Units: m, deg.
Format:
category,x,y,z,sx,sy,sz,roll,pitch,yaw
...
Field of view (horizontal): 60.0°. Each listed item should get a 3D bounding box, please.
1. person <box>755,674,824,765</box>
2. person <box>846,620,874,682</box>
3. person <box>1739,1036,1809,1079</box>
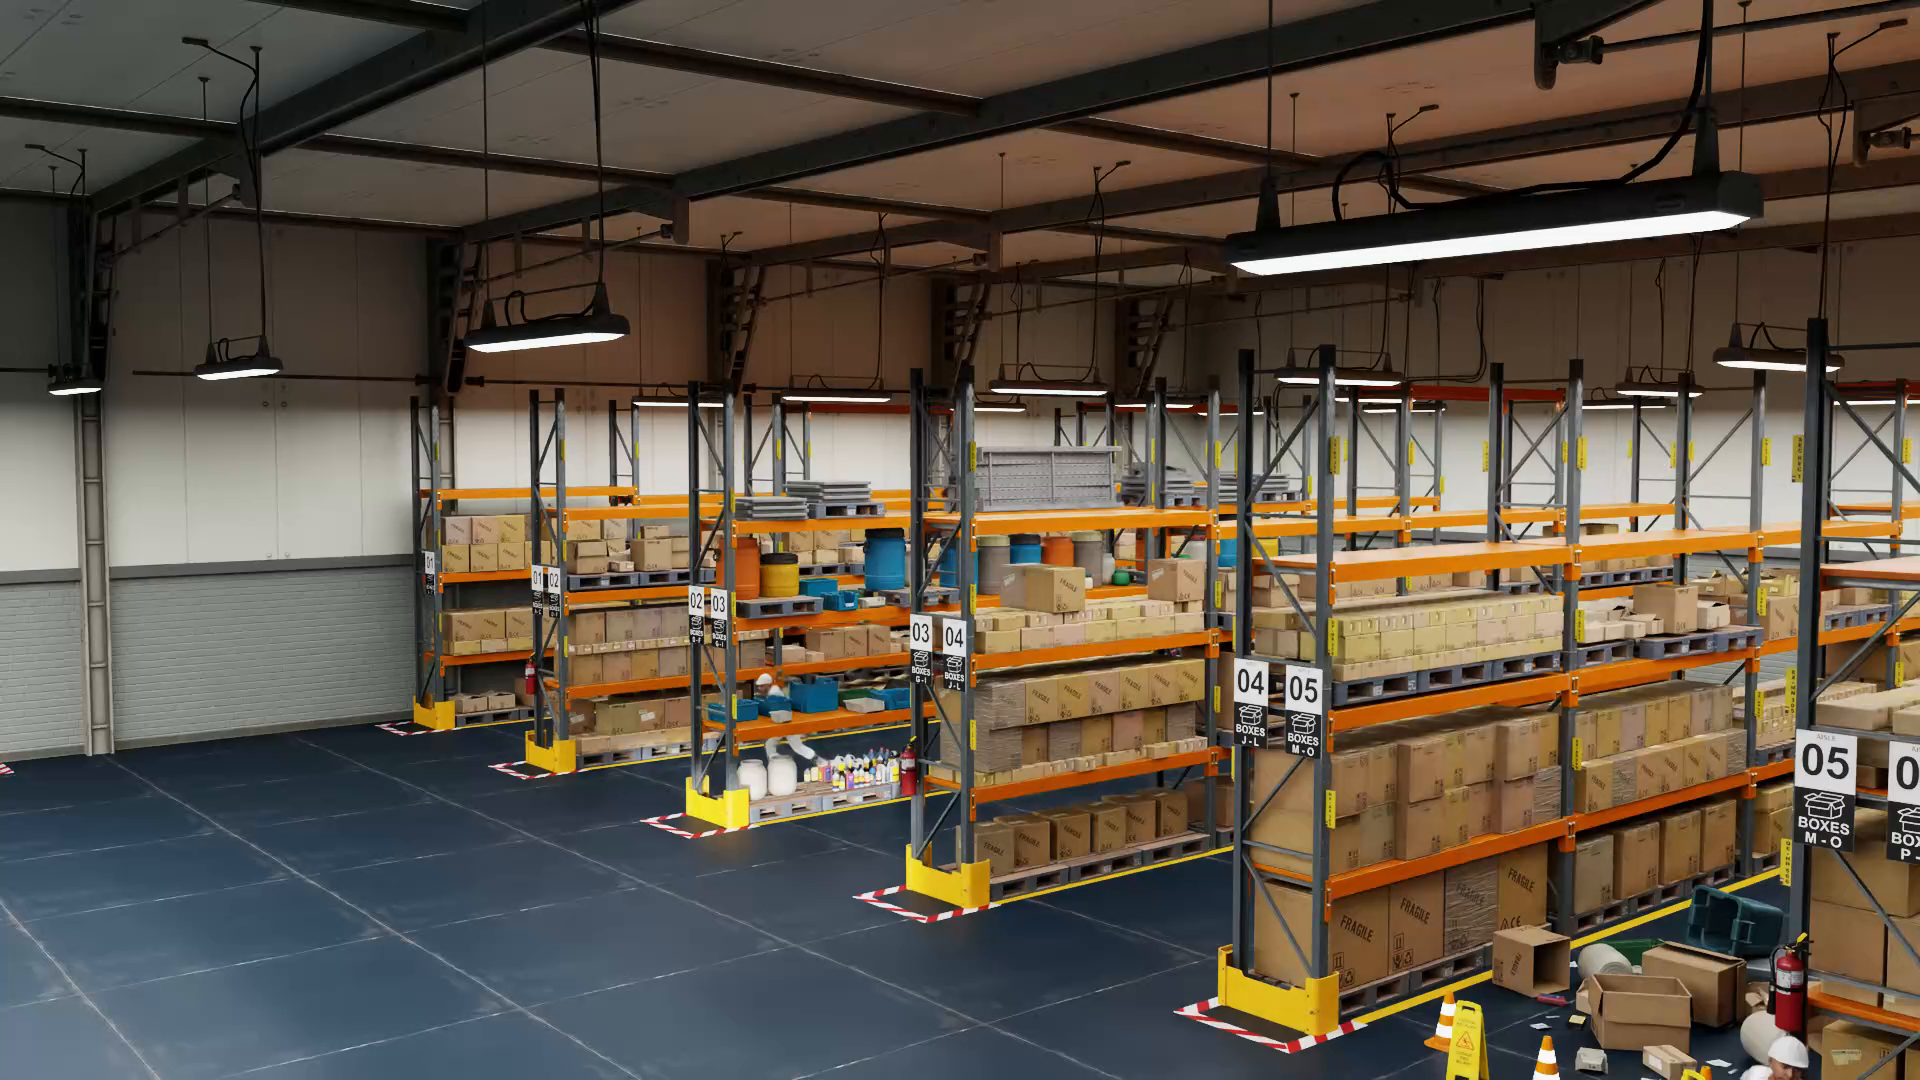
category,x,y,z,sx,sy,sz,roll,pitch,yaw
person,-2.598,2.839,25.456,1.115,1.631,0.688,-1,4,-18
person,-1.971,2.377,33.294,0.494,1.712,0.801,3,4,41
person,4.843,3.717,9.869,0.782,1.727,0.775,3,4,41
